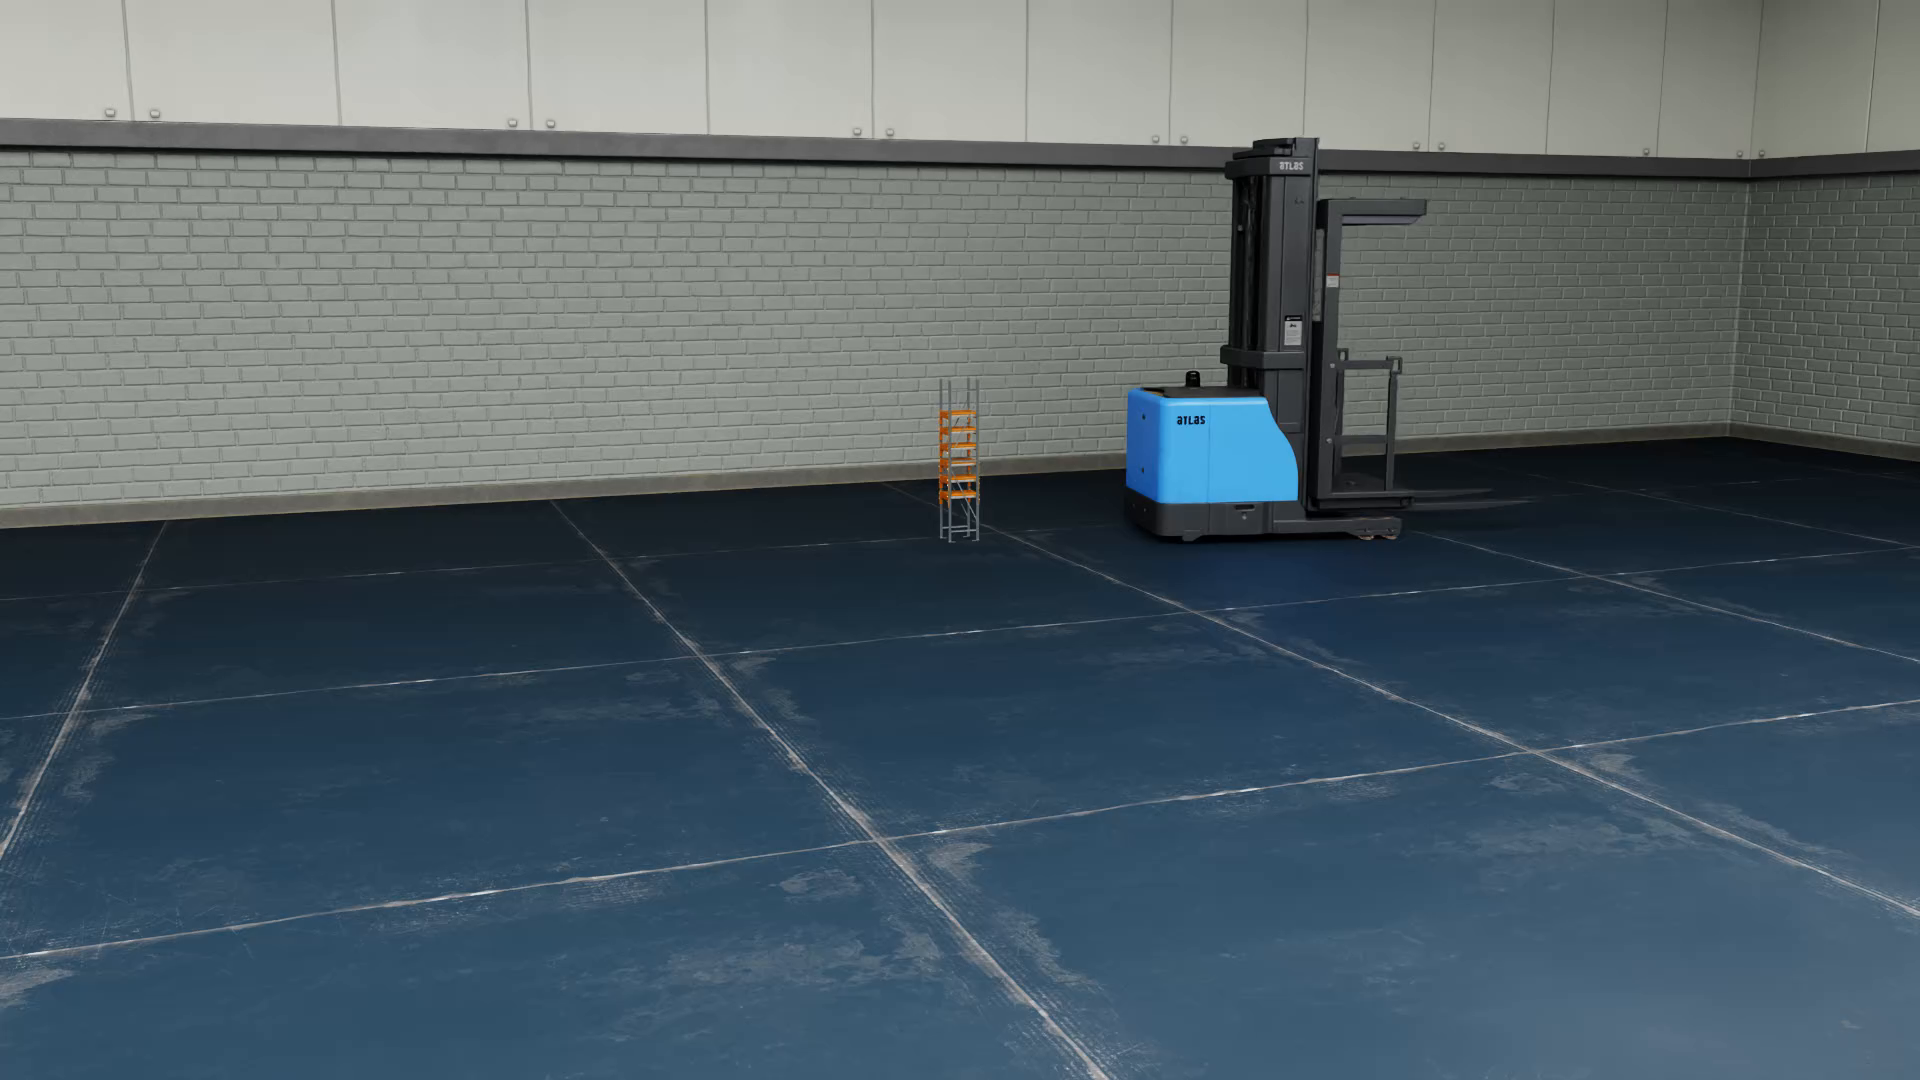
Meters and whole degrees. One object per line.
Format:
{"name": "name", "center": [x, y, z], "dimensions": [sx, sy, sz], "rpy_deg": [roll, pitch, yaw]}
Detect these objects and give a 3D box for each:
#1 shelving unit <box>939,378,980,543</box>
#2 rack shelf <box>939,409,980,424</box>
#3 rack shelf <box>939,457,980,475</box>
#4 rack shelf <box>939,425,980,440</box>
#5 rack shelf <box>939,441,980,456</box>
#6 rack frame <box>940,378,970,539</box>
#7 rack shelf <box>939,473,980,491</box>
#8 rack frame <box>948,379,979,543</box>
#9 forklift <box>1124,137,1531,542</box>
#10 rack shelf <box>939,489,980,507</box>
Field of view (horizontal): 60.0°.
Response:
{"name": "shelving unit", "center": [-0.005, -0.593, 12.328], "dimensions": [0.258, 1.200, 0.189], "rpy_deg": [-4, 11, -21]}
{"name": "rack shelf", "center": [-0.005, -0.904, 12.273], "dimensions": [0.258, 0.103, 0.180], "rpy_deg": [-4, 11, -21]}
{"name": "rack shelf", "center": [-0.005, -0.549, 12.336], "dimensions": [0.258, 0.103, 0.180], "rpy_deg": [-4, 11, -21]}
{"name": "rack shelf", "center": [-0.005, -0.786, 12.294], "dimensions": [0.258, 0.103, 0.180], "rpy_deg": [-4, 11, -21]}
{"name": "rack shelf", "center": [-0.005, -0.667, 12.315], "dimensions": [0.258, 0.103, 0.180], "rpy_deg": [-4, 11, -21]}
{"name": "rack frame", "center": [-0.038, -0.608, 12.412], "dimensions": [0.240, 1.200, 0.006], "rpy_deg": [-4, 11, -21]}
{"name": "rack shelf", "center": [-0.005, -0.431, 12.357], "dimensions": [0.258, 0.103, 0.180], "rpy_deg": [-4, 11, -21]}
{"name": "rack frame", "center": [0.028, -0.578, 12.244], "dimensions": [0.240, 1.200, 0.006], "rpy_deg": [-4, 11, -21]}
{"name": "forklift", "center": [2.853, -1.531, 12.660], "dimensions": [3.031, 2.935, 1.130], "rpy_deg": [-2, 10, -10]}
{"name": "rack shelf", "center": [-0.005, -0.313, 12.378], "dimensions": [0.258, 0.103, 0.180], "rpy_deg": [-4, 11, -21]}
